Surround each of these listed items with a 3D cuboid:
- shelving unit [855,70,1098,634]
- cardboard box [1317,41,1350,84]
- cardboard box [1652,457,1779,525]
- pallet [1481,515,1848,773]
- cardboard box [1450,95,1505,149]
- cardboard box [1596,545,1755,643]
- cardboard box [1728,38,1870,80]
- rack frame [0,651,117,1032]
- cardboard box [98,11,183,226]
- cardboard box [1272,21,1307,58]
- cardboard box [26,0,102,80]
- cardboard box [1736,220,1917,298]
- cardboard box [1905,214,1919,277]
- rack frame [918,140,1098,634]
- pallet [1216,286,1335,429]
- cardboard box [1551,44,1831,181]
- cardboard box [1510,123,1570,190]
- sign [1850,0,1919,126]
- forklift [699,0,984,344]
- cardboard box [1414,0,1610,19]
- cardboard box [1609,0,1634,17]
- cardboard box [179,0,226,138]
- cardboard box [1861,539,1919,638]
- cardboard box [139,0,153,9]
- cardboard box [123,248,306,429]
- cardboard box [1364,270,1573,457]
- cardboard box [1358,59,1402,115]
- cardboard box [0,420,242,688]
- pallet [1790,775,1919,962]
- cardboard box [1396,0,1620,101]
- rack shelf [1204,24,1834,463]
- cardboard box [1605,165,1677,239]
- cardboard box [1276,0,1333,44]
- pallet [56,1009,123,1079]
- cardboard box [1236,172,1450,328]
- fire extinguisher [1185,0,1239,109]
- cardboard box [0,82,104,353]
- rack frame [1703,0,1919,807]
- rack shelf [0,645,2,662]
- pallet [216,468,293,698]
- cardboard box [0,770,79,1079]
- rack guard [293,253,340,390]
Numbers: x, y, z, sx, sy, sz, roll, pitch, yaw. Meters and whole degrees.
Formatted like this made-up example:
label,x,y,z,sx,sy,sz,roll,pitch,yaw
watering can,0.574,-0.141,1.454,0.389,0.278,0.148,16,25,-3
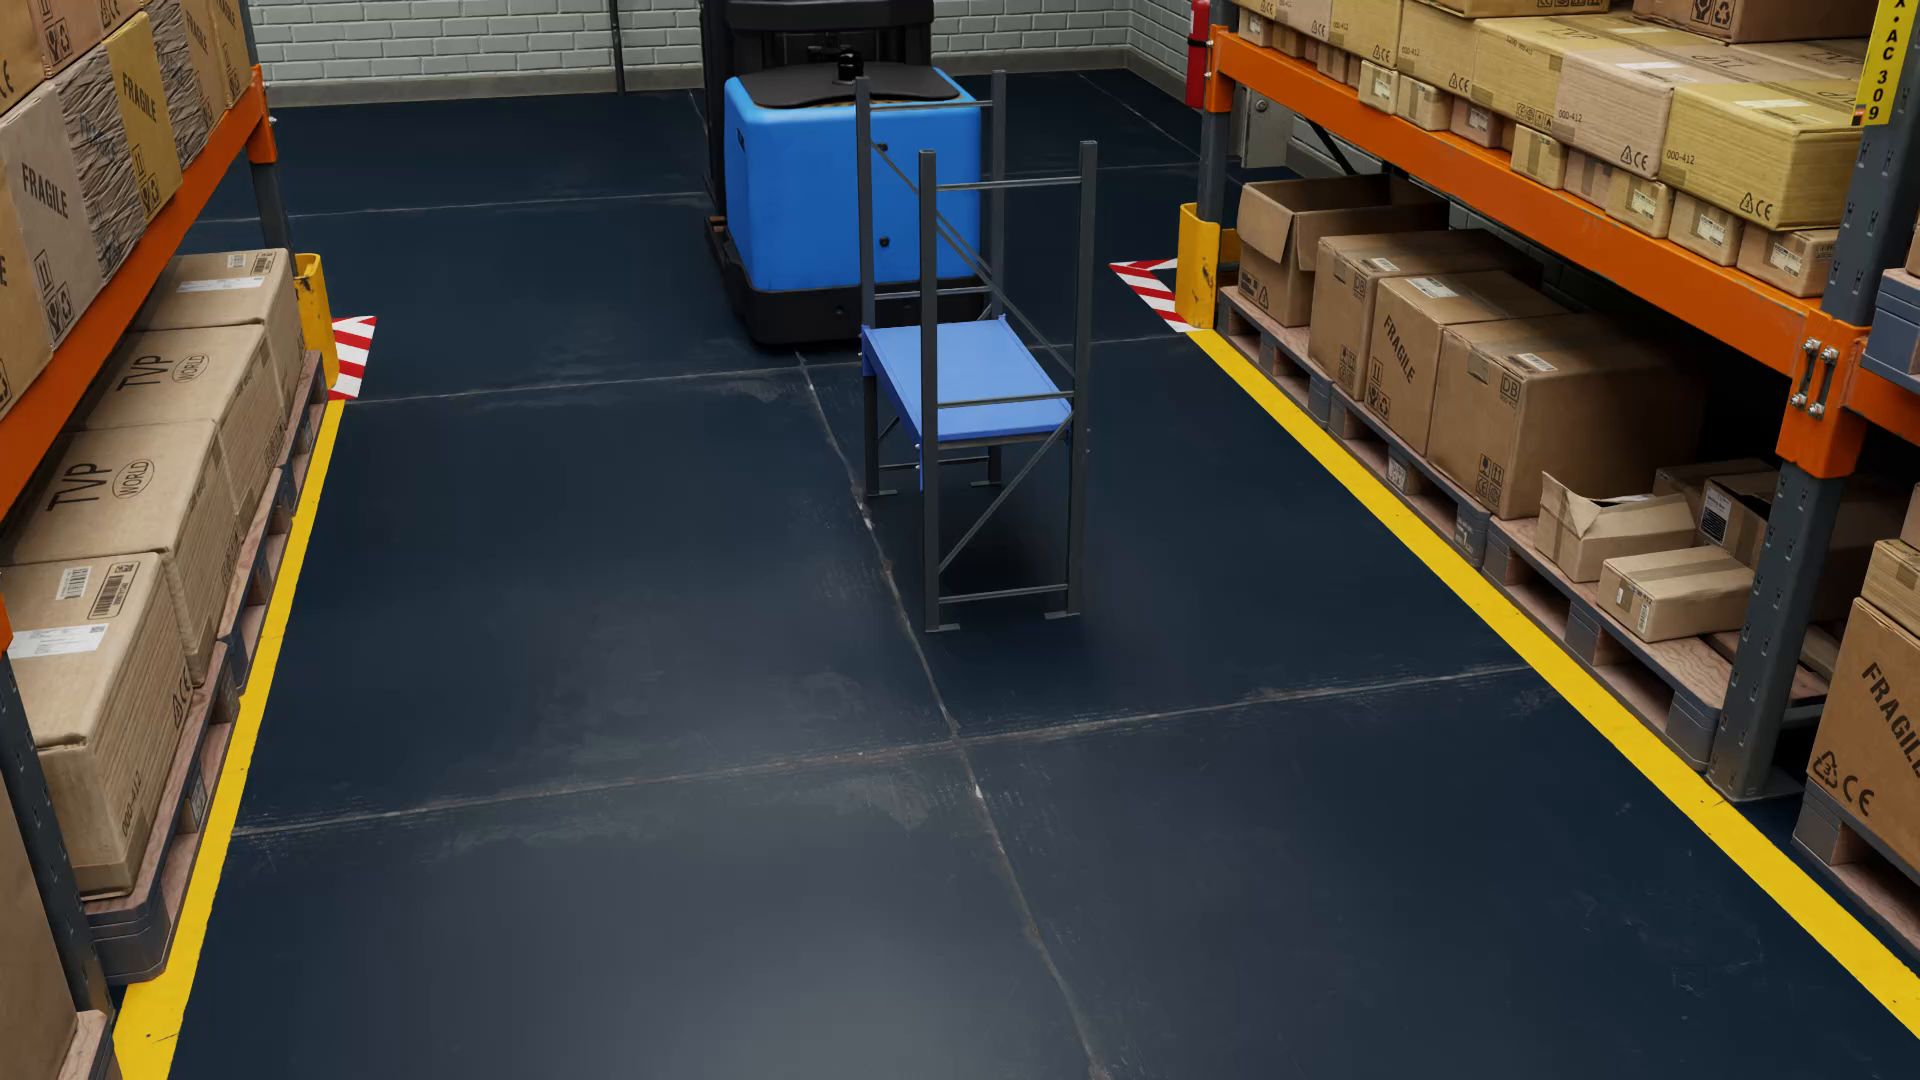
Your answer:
label,x,y,z,sx,sy,sz,roll,pitch,yaw
shelving unit,0.019,-0.632,5.338,0.538,1.500,1.048,-6,27,-12
cardboard box,1.599,-1.853,6.372,0.380,0.149,0.250,-5,27,-10
cardboard box,2.484,-0.137,5.390,0.380,0.149,0.250,-6,27,-12
pallet,2.347,0.226,5.069,1.003,0.211,1.213,-6,27,-12
cardboard box,1.852,-1.399,5.472,0.380,0.149,0.250,-6,27,-12
cardboard box,2.089,0.153,4.816,0.380,0.149,0.250,-7,28,-13
cardboard box,2.532,-1.248,4.730,0.500,0.250,0.500,-6,27,-12
rack frame,-2.335,-0.212,2.841,1.000,3.000,0.127,-6,27,-12
cardboard box,-2.517,-1.156,4.600,0.500,0.500,0.500,-5,27,-10
cardboard box,1.508,-2.082,6.826,0.380,0.149,0.250,-5,27,-10
cardboard box,-2.418,-1.385,3.945,0.500,0.500,0.500,-5,27,-11
cardboard box,2.183,-0.720,4.126,0.380,0.149,0.250,-6,27,-11
cardboard box,2.392,-0.715,3.260,0.700,0.500,0.500,-5,27,-10
rack frame,0.134,-0.409,4.896,0.500,1.500,0.032,-6,27,-12
pallet,1.797,-0.845,7.191,1.003,0.211,1.213,-6,27,-12
cardboard box,2.021,-1.201,4.636,0.500,0.250,0.500,-6,27,-11
cardboard box,1.903,-1.171,5.020,0.380,0.149,0.250,-6,27,-12
sign,1.974,-1.046,3.532,0.100,0.325,0.005,-6,27,-12
forklift,-0.739,-2.810,8.065,1.130,2.935,3.031,-6,27,-12
cardboard box,1.777,-1.989,5.367,0.500,0.500,0.500,-5,27,-10
cardboard box,2.301,-1.691,5.607,0.500,0.250,0.500,-6,27,-12
cardboard box,-2.771,-1.606,5.492,0.500,0.500,0.500,-7,28,-13
cardboard box,2.322,0.106,3.800,0.380,0.149,0.250,-5,27,-9
cardboard box,-2.641,-1.828,4.822,0.500,0.500,0.500,-6,27,-12
cardboard box,-2.990,-0.732,6.249,0.875,0.438,0.875,-7,28,-13
cardboard box,1.821,-0.646,6.008,0.500,0.500,0.500,-5,27,-11
cardboard box,1.648,-1.619,5.907,0.380,0.149,0.250,-7,28,-13
cardboard box,-2.574,0.065,4.670,0.875,0.438,0.875,-7,28,-13
pallet,2.721,0.880,3.772,1.003,0.211,1.213,-6,27,-12
cardboard box,1.806,-1.647,5.521,0.500,0.250,0.500,-7,28,-13
rack shelf,2.050,-1.275,5.745,1.077,0.370,4.000,-6,27,-12
cardboard box,2.021,-0.944,4.569,0.380,0.149,0.250,-5,27,-10
cardboard box,1.553,-2.092,6.402,0.500,0.250,0.500,-6,27,-11
pallet,-2.087,1.364,2.814,1.003,0.211,1.213,-6,27,-12
cardboard box,1.645,-1.269,7.239,0.797,0.503,0.637,-7,28,-14
fire extinguisher,1.116,-2.290,7.459,0.296,0.674,0.183,-6,27,-12
cardboard box,-2.295,-0.711,3.718,0.500,0.500,0.500,-6,27,-11
rack frame,2.500,-0.718,3.843,1.000,3.000,0.127,-6,27,-12
rack shelf,-1.884,0.987,1.264,1.077,0.370,4.000,-6,27,-12
pallet,-2.708,0.154,5.210,1.003,0.211,1.213,-6,27,-12
cardboard box,-2.117,0.813,2.702,0.875,0.875,0.875,-5,27,-10
rack guard,-3.242,-0.863,6.904,1.175,0.500,0.348,-6,27,-12
